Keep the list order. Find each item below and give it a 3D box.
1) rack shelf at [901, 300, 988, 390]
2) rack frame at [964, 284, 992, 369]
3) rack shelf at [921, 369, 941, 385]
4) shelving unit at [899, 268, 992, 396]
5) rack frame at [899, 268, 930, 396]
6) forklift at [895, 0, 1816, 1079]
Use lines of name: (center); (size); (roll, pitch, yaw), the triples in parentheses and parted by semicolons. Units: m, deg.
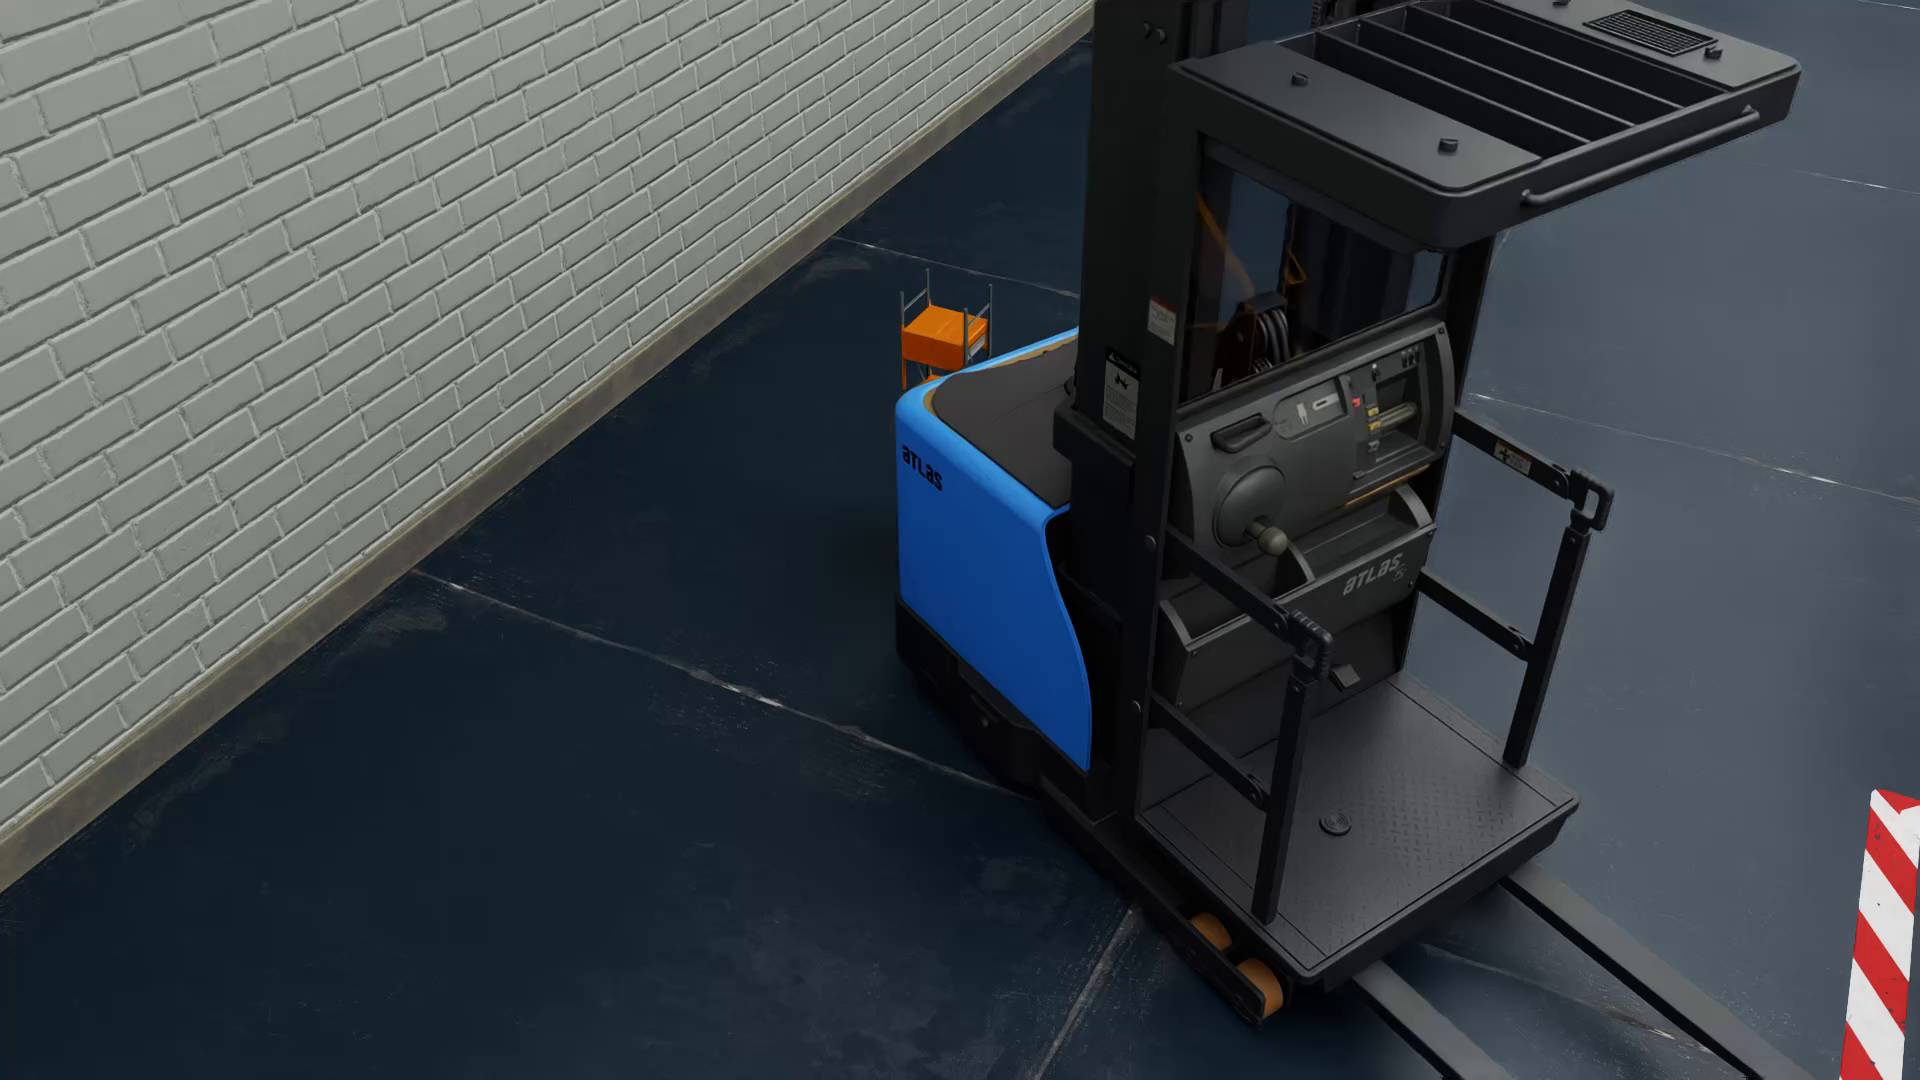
rack shelf: (-0.048, -0.651, 5.787); (0.240, 0.259, 0.215); (17, 41, 21)
rack frame: (0.061, -0.399, 5.907); (0.008, 1.050, 0.200); (17, 41, 21)
rack shelf: (-0.048, -0.425, 5.959); (0.240, 0.259, 0.215); (17, 41, 21)
shelving unit: (-0.048, -0.433, 5.952); (0.252, 1.050, 0.215); (17, 41, 21)
rack frame: (-0.156, -0.467, 5.997); (0.008, 1.050, 0.200); (17, 41, 21)
forklift: (1.044, -0.197, 4.086); (1.130, 2.935, 3.031); (-23, 43, -27)
